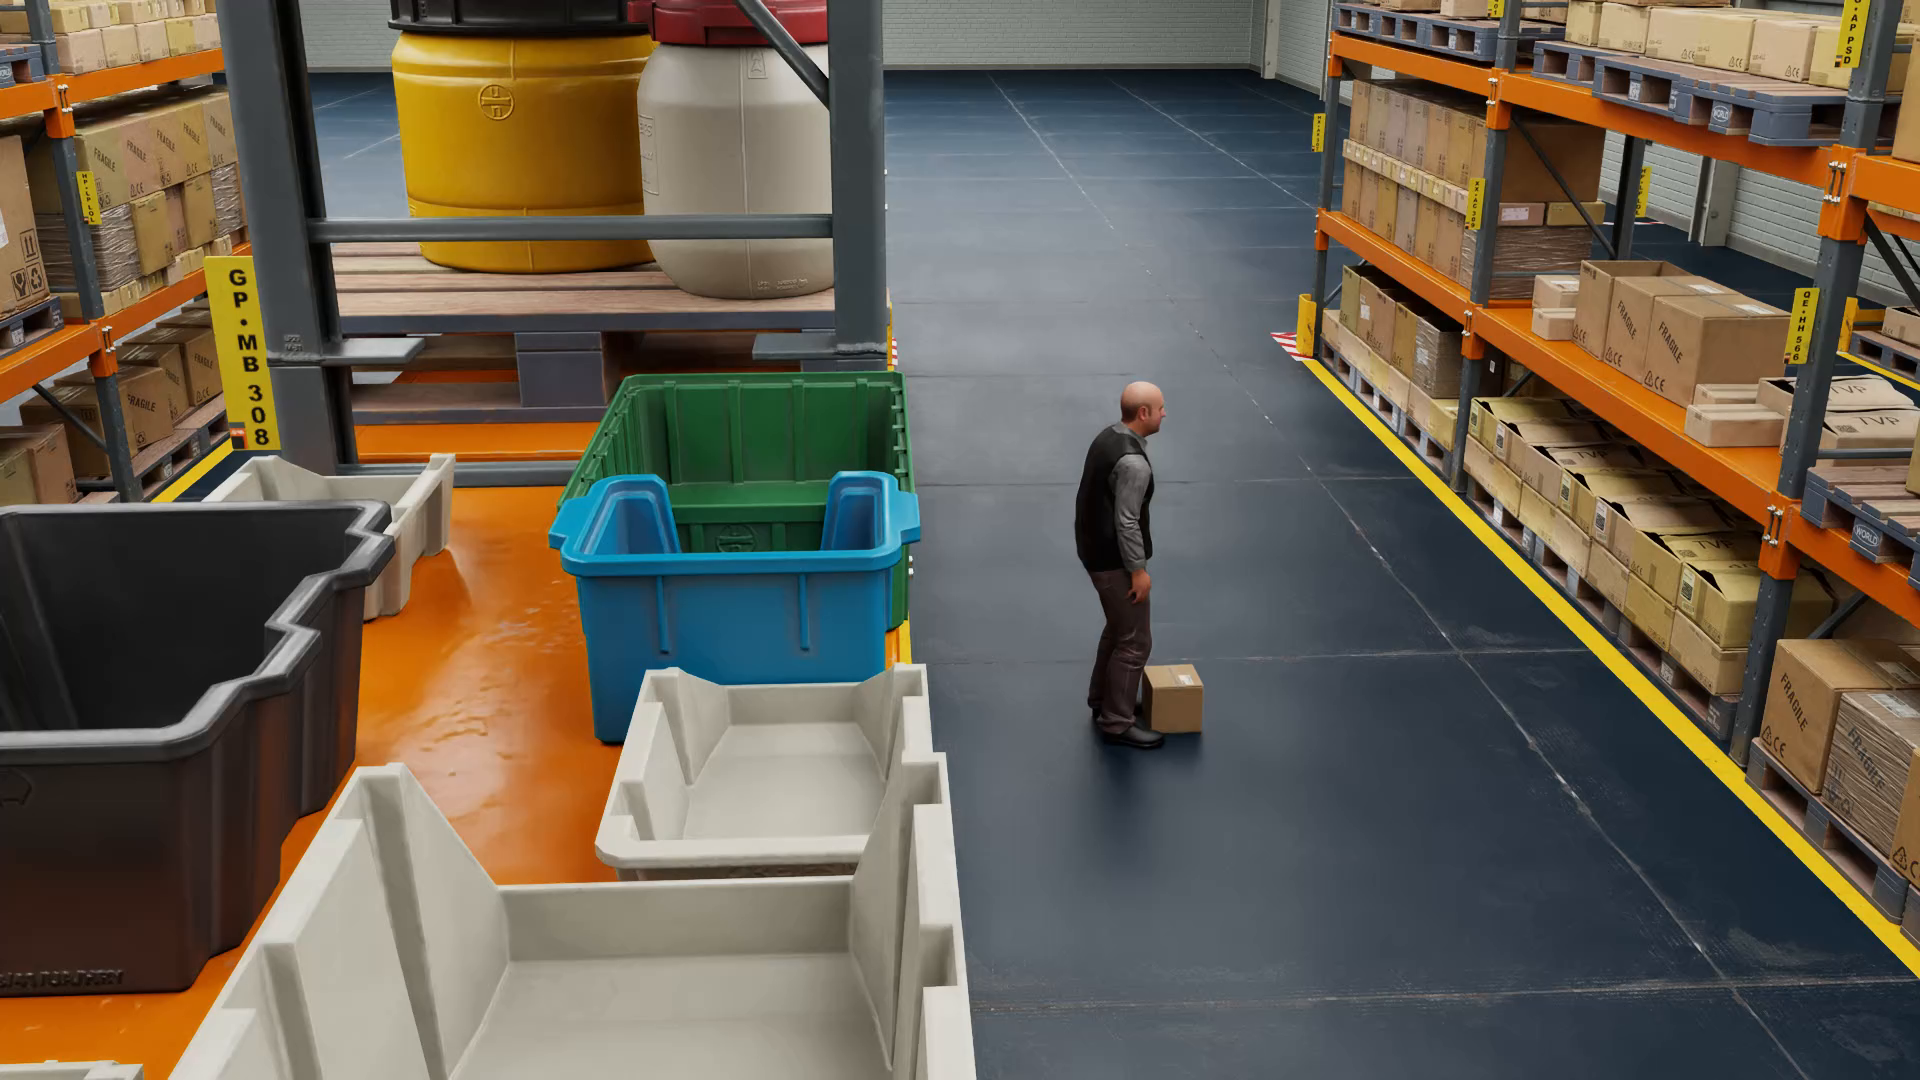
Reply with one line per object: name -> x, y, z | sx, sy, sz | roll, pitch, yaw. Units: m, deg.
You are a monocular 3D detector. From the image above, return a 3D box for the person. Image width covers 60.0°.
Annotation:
person -> 0.751, 0.096, 7.852 | 0.420, 1.719, 0.579 | -2, 20, -6
